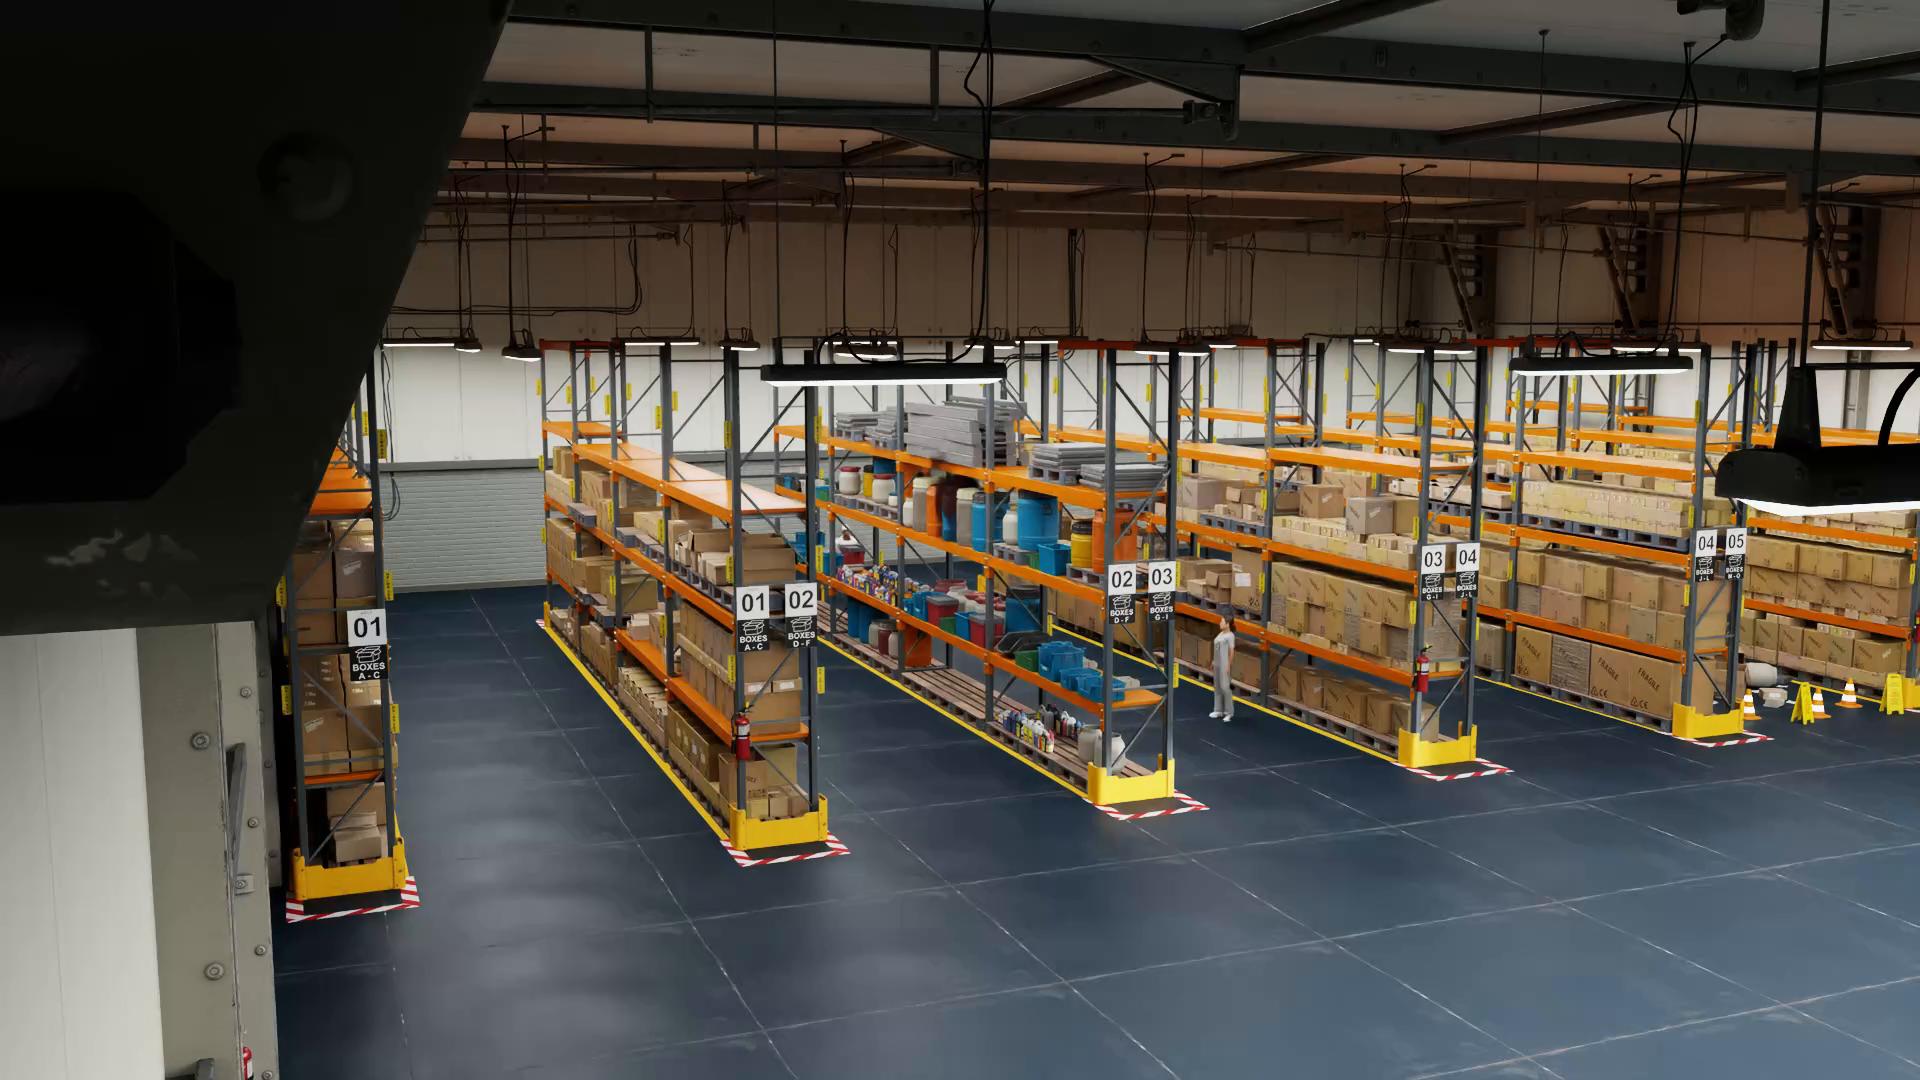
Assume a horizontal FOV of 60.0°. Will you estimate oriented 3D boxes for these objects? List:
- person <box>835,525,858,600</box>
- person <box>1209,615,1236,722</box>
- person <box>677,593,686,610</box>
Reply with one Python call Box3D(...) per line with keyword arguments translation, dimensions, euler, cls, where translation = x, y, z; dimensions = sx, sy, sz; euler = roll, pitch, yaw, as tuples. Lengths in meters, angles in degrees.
Box3D(translation=(-2.592, 0.513, 38.201), dimensions=(0.589, 1.732, 0.975), euler=(-5, 9, -33), cls="person")
Box3D(translation=(4.217, 2.050, 26.715), dimensions=(0.411, 1.706, 0.505), euler=(-4, 9, -30), cls="person")
Box3D(translation=(-6.028, 0.979, 34.882), dimensions=(0.531, 1.671, 0.488), euler=(2, 8, 14), cls="person")
